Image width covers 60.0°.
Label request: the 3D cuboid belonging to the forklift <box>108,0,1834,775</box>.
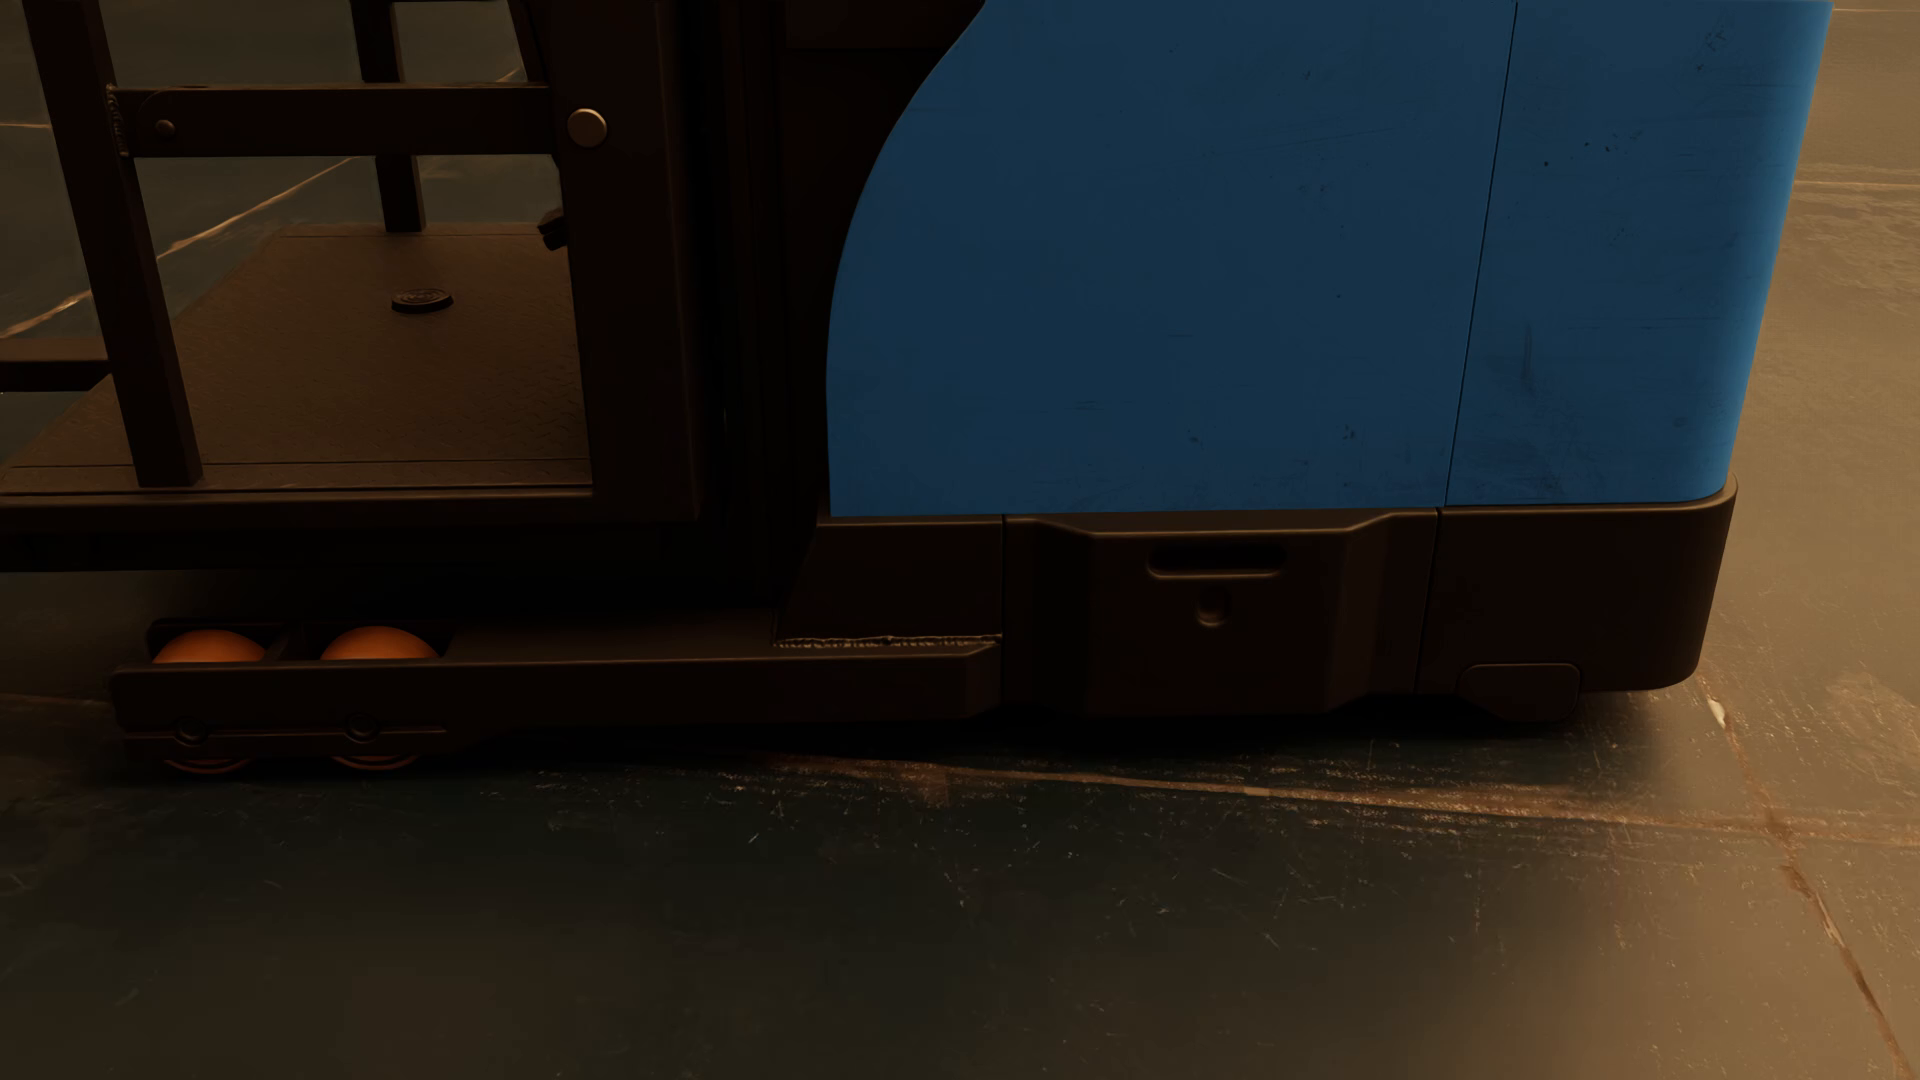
[{"bbox_3d":[-0.617,-1.278,1.779,3.031,2.935,1.130,-1,27,-2],"label":"forklift"}]
